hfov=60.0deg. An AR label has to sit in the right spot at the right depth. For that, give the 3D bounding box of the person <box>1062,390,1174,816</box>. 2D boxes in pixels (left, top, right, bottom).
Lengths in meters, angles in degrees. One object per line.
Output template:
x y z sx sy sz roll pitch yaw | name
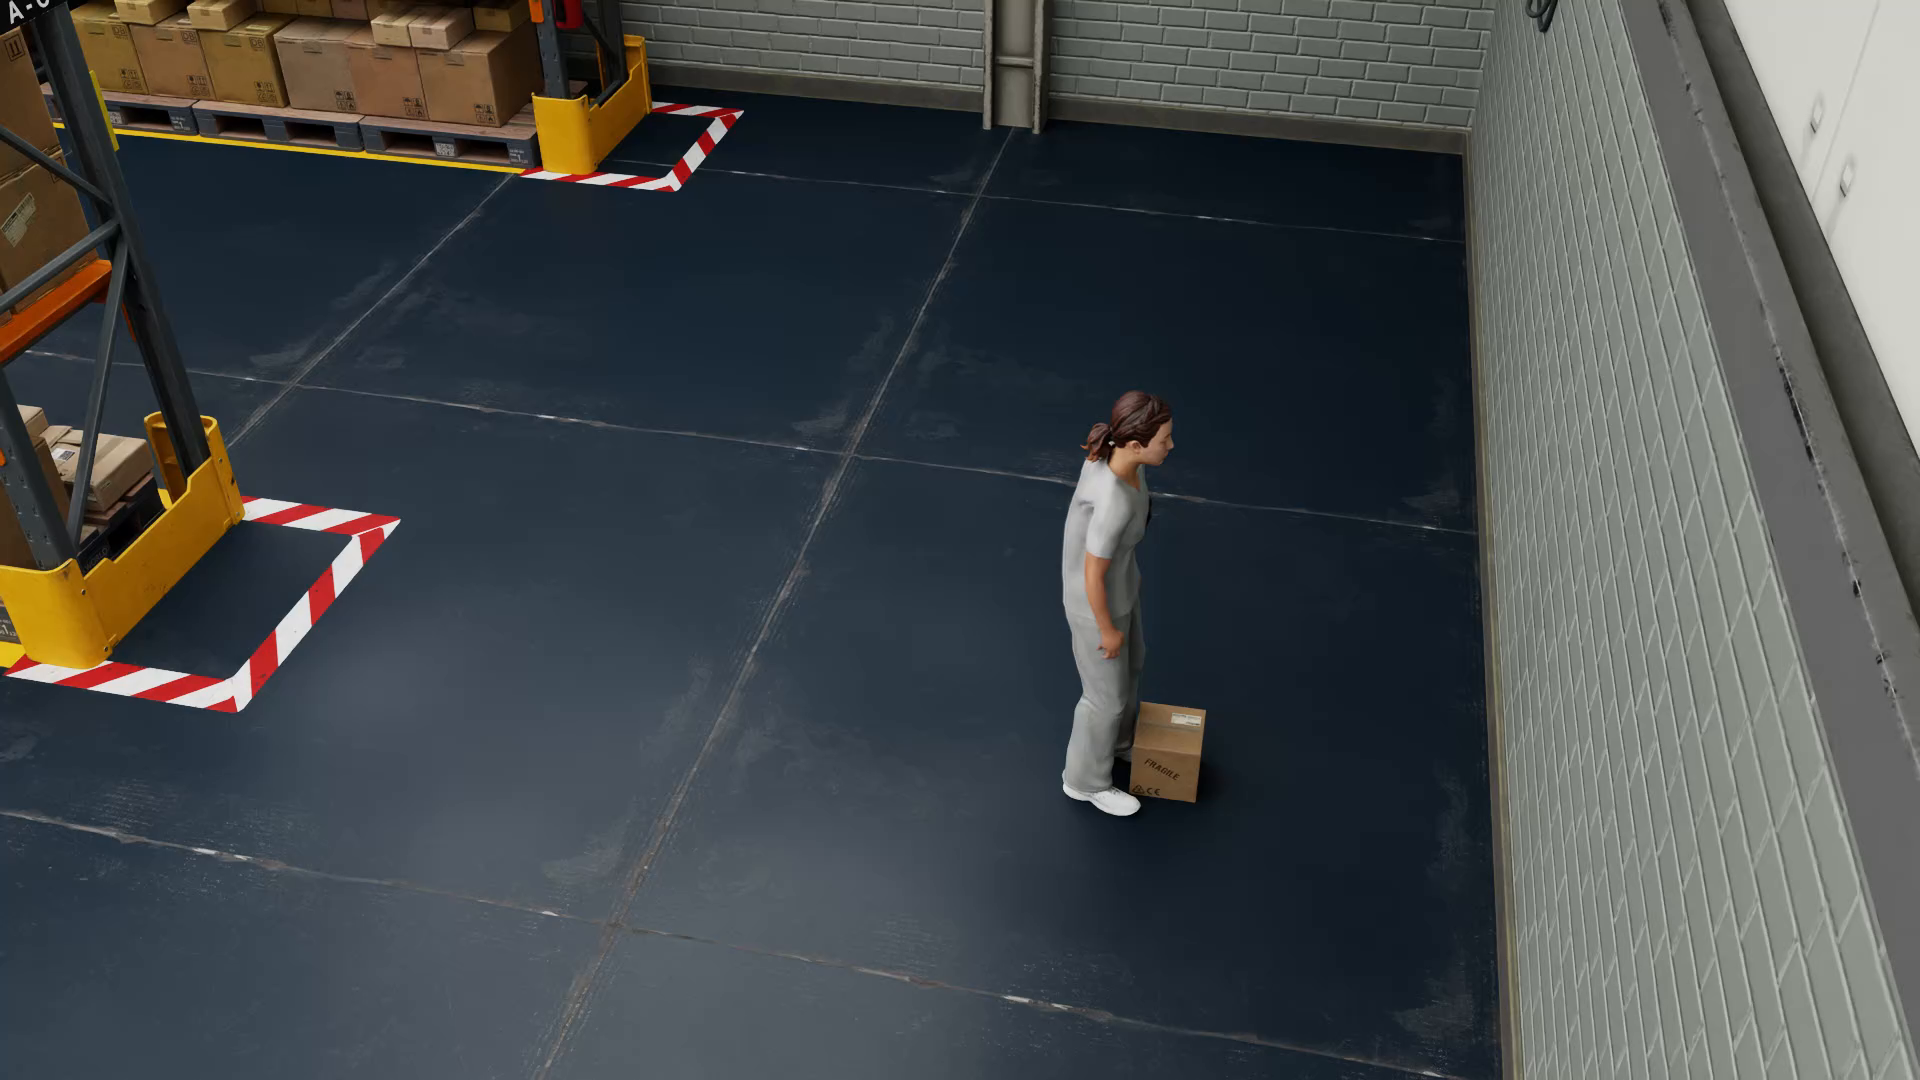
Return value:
0.562 0.207 5.873 0.407 1.673 0.485 8 37 10 | person
